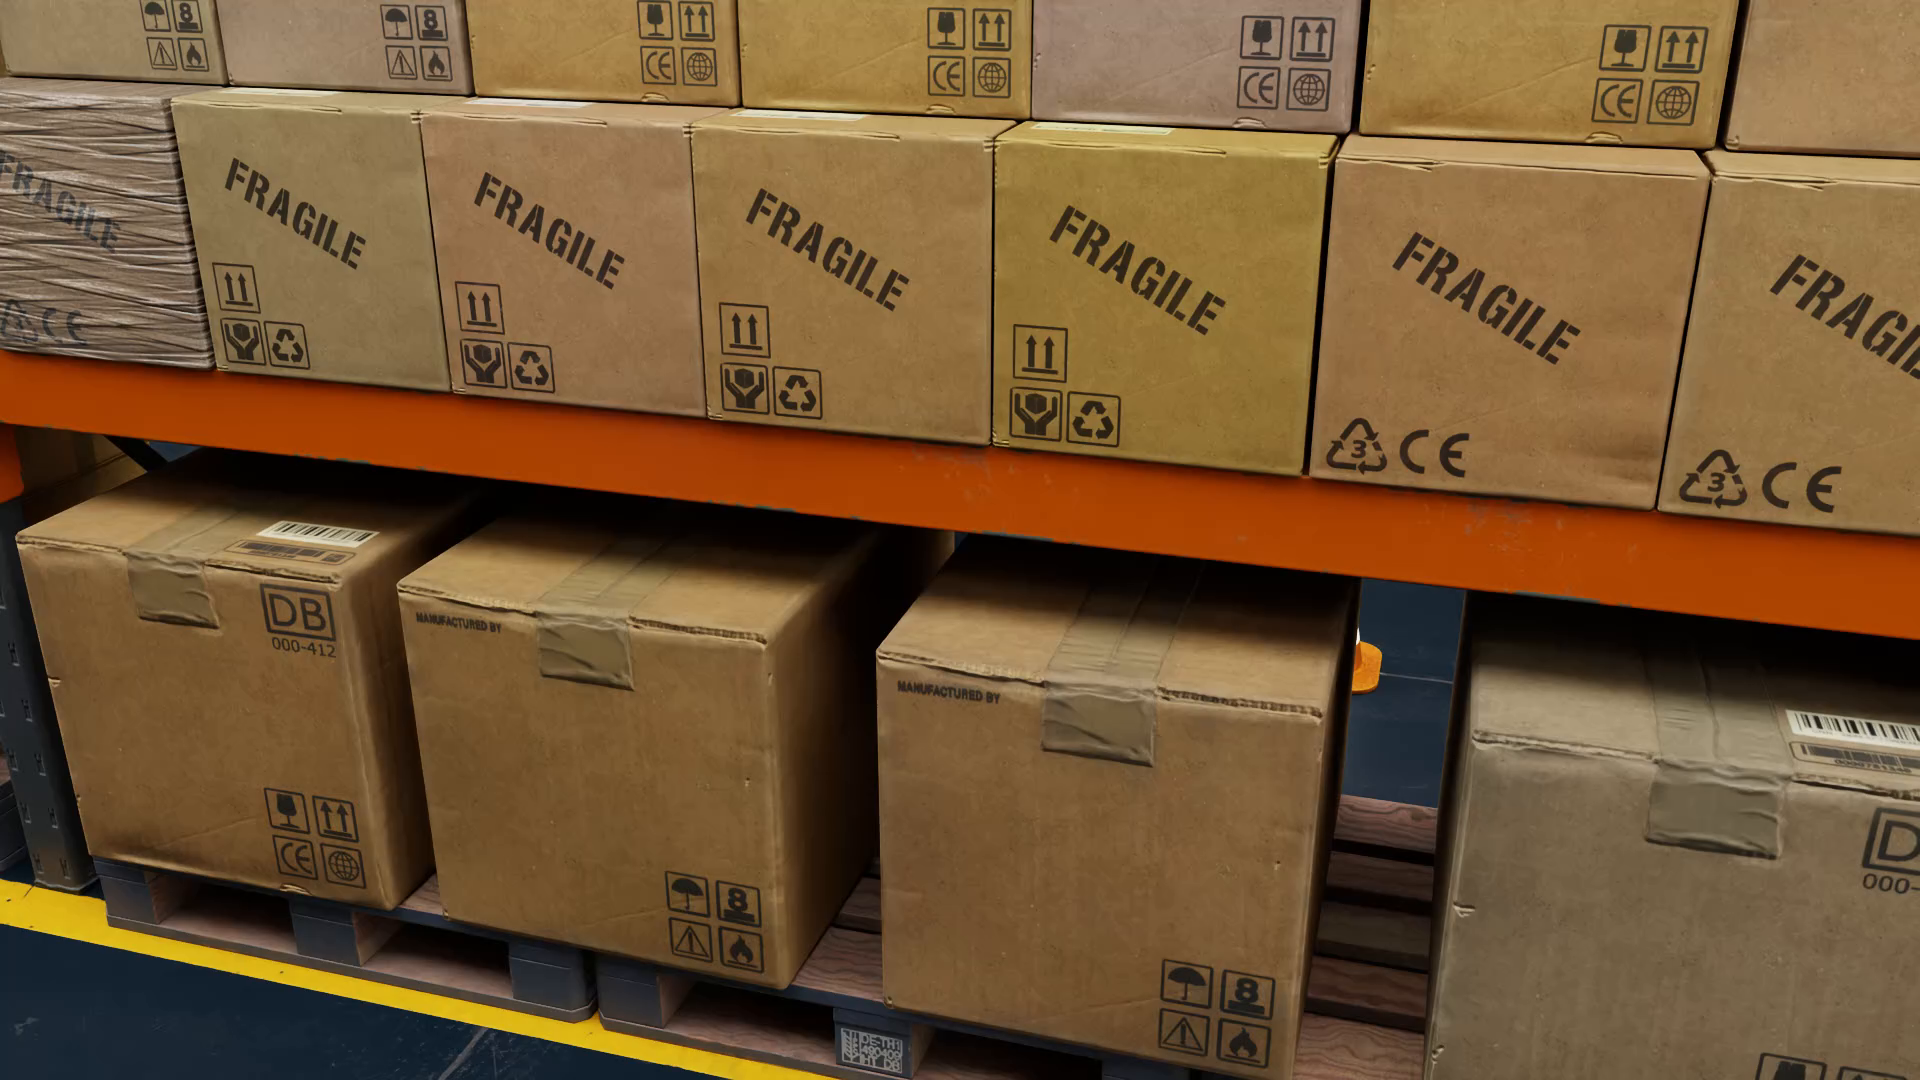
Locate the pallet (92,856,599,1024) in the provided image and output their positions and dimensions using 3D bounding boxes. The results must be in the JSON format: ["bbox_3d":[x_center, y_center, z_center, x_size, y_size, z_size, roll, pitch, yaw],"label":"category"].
[{"bbox_3d":[-1.188,0.640,3.933,1.213,0.211,1.003,7,23,16],"label":"pallet"}]

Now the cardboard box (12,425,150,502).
[{"bbox_3d":[-2.512,-0.313,4.332,0.500,0.250,0.500,5,23,13],"label":"cardboard box"}]

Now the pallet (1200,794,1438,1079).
[{"bbox_3d":[1.148,0.907,3.281,1.213,0.211,1.003,7,23,16],"label":"pallet"}]

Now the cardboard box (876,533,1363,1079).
[{"bbox_3d":[0.365,0.378,3.307,0.750,0.750,1.050,7,23,15],"label":"cardboard box"}]

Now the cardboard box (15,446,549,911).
[{"bbox_3d":[-1.364,0.182,3.786,0.750,0.750,1.050,6,23,15],"label":"cardboard box"}]

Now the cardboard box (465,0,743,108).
[{"bbox_3d":[-0.518,-1.110,3.074,0.500,0.500,0.700,6,23,15],"label":"cardboard box"}]

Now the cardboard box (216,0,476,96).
[{"bbox_3d":[-1.010,-1.165,3.210,0.500,0.500,0.700,6,23,15],"label":"cardboard box"}]

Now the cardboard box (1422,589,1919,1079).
[{"bbox_3d":[1.288,0.485,3.045,0.750,0.750,1.050,6,23,15],"label":"cardboard box"}]

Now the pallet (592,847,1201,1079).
[{"bbox_3d":[-0.024,0.774,3.605,1.213,0.211,1.003,7,23,16],"label":"pallet"}]

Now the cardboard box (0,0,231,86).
[{"bbox_3d":[-1.494,-1.220,3.343,0.500,0.500,0.700,6,23,15],"label":"cardboard box"}]

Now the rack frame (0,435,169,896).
[{"bbox_3d":[-1.921,-0.764,3.681,0.127,3.000,1.000,7,23,16],"label":"rack frame"}]

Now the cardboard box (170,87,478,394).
[{"bbox_3d":[-1.082,-0.609,3.170,0.500,0.500,0.500,6,23,15],"label":"cardboard box"}]

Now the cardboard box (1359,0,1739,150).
[{"bbox_3d":[0.938,-0.943,2.666,0.500,0.500,0.700,6,23,15],"label":"cardboard box"}]

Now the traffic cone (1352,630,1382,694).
[{"bbox_3d":[1.060,0.152,4.789,0.334,0.463,0.336,7,23,16],"label":"traffic cone"}]

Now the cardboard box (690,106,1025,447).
[{"bbox_3d":[-0.123,-0.498,2.899,0.500,0.500,0.500,6,23,15],"label":"cardboard box"}]

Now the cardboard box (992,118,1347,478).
[{"bbox_3d":[0.364,-0.443,2.766,0.500,0.500,0.500,7,23,16],"label":"cardboard box"}]

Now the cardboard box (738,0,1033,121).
[{"bbox_3d":[-0.029,-1.054,2.938,0.500,0.500,0.700,6,23,15],"label":"cardboard box"}]

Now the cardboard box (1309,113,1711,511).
[{"bbox_3d":[0.848,-0.388,2.631,0.500,0.500,0.500,6,23,15],"label":"cardboard box"}]

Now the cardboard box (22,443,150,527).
[{"bbox_3d":[-2.525,0.028,4.491,0.500,0.500,0.500,6,23,13],"label":"cardboard box"}]

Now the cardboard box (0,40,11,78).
[{"bbox_3d":[-2.326,-1.106,3.899,0.250,0.149,0.380,8,24,18],"label":"cardboard box"}]

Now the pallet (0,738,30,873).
[{"bbox_3d":[-2.669,0.440,4.420,1.213,0.211,1.003,7,23,16],"label":"pallet"}]

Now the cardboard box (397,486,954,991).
[{"bbox_3d":[-0.526,0.276,3.555,0.750,0.750,1.050,7,23,16],"label":"cardboard box"}]

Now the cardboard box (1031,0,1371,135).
[{"bbox_3d":[0.454,-0.998,2.802,0.500,0.500,0.700,7,23,16],"label":"cardboard box"}]

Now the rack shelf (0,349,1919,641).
[{"bbox_3d":[-0.007,-0.212,3.283,4.000,0.370,1.077,7,23,16],"label":"rack shelf"}]

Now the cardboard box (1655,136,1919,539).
[{"bbox_3d":[1.331,-0.332,2.496,0.500,0.500,0.500,6,23,15],"label":"cardboard box"}]

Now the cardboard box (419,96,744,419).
[{"bbox_3d":[-0.599,-0.553,3.034,0.500,0.500,0.500,7,23,15],"label":"cardboard box"}]

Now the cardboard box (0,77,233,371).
[{"bbox_3d":[-1.570,-0.663,3.303,0.500,0.500,0.500,7,23,16],"label":"cardboard box"}]

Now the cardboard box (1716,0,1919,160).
[{"bbox_3d":[1.431,-0.887,2.531,0.500,0.500,0.700,6,23,15],"label":"cardboard box"}]
